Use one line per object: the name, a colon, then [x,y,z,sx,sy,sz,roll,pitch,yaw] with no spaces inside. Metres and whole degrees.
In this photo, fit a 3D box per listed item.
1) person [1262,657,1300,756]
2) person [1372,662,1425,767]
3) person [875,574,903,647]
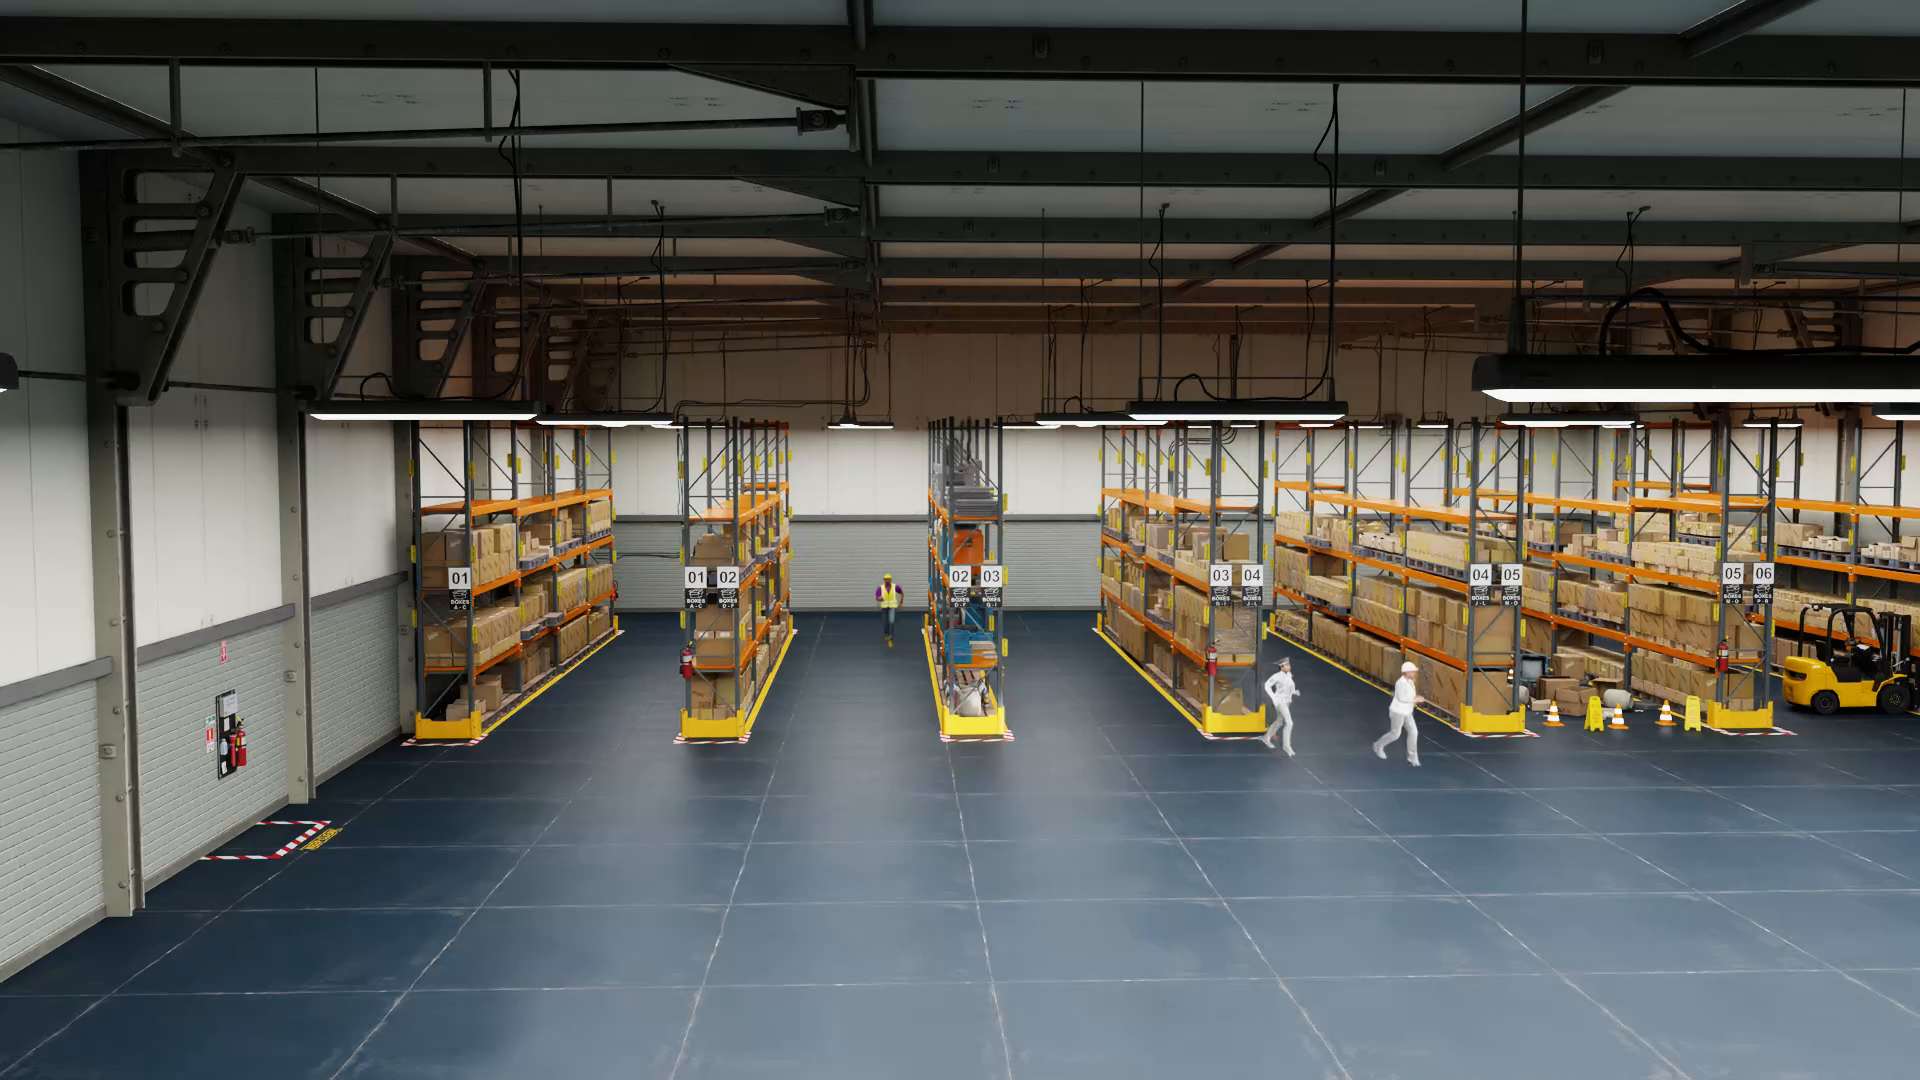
person: [5.714,2.946,29.666,0.754,1.754,0.600,3,5,43]
person: [7.561,2.997,28.628,0.924,1.828,0.674,3,5,36]
person: [-1.822,1.796,42.736,0.704,1.846,0.780,0,4,3]
